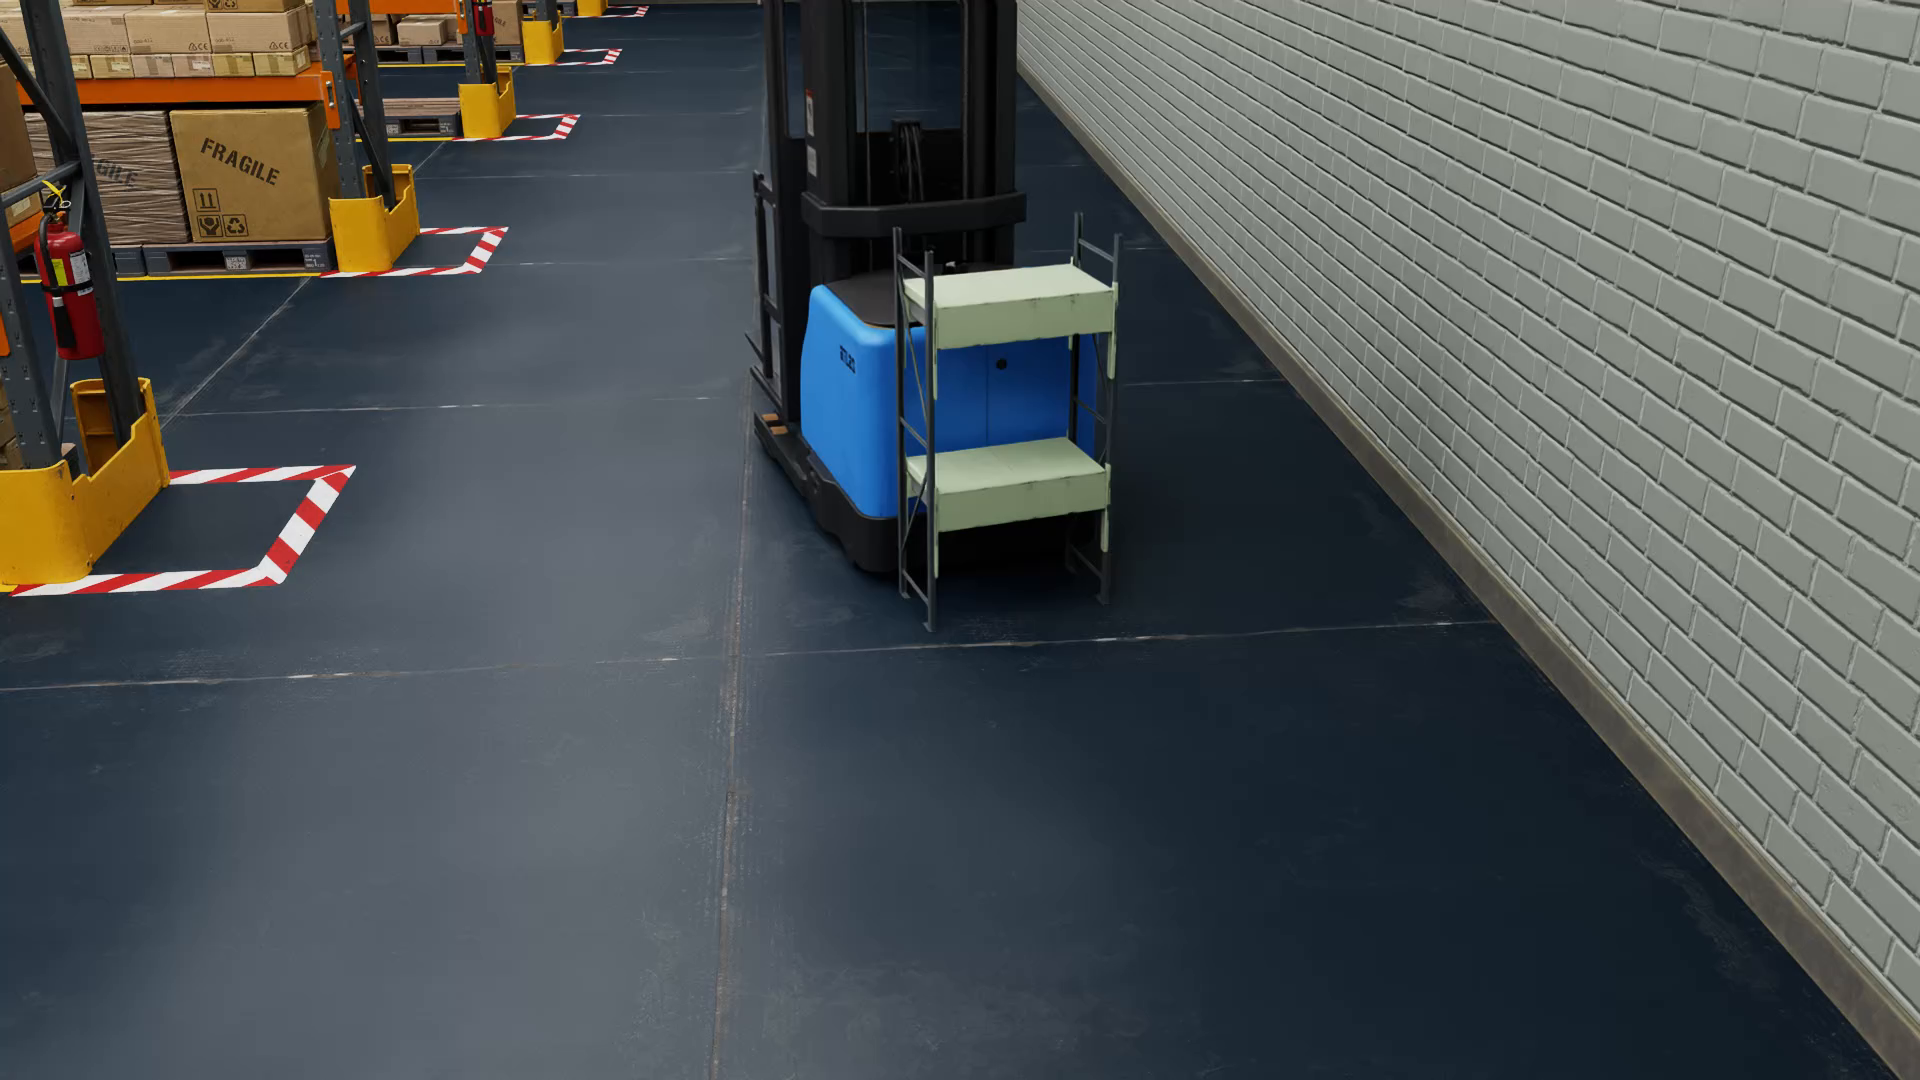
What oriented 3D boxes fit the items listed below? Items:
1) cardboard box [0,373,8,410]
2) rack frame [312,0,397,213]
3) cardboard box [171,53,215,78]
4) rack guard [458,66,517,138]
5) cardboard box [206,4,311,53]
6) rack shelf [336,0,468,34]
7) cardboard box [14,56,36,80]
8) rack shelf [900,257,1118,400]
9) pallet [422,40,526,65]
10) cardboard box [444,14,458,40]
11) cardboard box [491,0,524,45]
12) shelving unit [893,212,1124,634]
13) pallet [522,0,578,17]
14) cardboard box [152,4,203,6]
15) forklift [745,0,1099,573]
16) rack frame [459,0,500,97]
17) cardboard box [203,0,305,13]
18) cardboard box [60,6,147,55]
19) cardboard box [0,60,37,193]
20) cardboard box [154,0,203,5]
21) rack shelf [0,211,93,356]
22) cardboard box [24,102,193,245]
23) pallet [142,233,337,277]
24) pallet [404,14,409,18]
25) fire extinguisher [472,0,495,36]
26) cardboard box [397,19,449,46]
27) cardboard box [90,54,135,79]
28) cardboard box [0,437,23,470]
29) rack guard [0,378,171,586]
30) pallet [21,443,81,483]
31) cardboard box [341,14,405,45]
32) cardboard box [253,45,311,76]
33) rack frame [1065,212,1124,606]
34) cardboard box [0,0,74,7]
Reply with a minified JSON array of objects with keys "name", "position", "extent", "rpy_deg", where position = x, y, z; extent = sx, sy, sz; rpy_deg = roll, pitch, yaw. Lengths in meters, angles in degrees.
[{"name":"cardboard box","position":[-4.332,-0.705,7.403],"extent":[0.250,0.149,0.380],"rpy_deg":[-3,24,-8]},{"name":"rack frame","position":[-4.164,-3.436,11.288],"extent":[0.127,3.000,1.000],"rpy_deg":[-2,24,-5]},{"name":"cardboard box","position":[-4.996,-3.153,10.961],"extent":[0.250,0.149,0.380],"rpy_deg":[-2,24,-5]},{"name":"rack guard","position":[-4.628,-4.302,16.314],"extent":[0.348,0.500,1.175],"rpy_deg":[-2,24,-5]},{"name":"cardboard box","position":[-4.620,-3.377,10.973],"extent":[0.500,0.250,0.500],"rpy_deg":[-3,24,-6]},{"name":"rack shelf","position":[-6.641,-5.030,15.758],"extent":[4.000,0.370,1.077],"rpy_deg":[-2,24,-5]},{"name":"cardboard box","position":[-6.007,-3.113,10.870],"extent":[0.250,0.149,0.380],"rpy_deg":[-2,24,-4]},{"name":"rack shelf","position":[0.174,-0.805,6.255],"extent":[0.720,0.370,0.431],"rpy_deg":[-8,25,-18]},{"name":"pallet","position":[-6.003,-6.131,20.784],"extent":[1.213,0.211,1.003],"rpy_deg":[-2,24,-5]},{"name":"cardboard box","position":[-6.201,-6.458,20.930],"extent":[0.500,0.250,0.500],"rpy_deg":[-2,24,-5]},{"name":"cardboard box","position":[-5.651,-6.378,20.442],"extent":[0.500,0.500,0.500],"rpy_deg":[-2,24,-5]},{"name":"shelving unit","position":[0.174,-0.449,6.413],"extent":[0.755,1.500,0.431],"rpy_deg":[-8,25,-18]},{"name":"pallet","position":[-6.413,-8.105,25.225],"extent":[1.213,0.211,1.003],"rpy_deg":[-2,24,-5]},{"name":"cardboard box","position":[-5.185,-3.570,11.408],"extent":[0.500,0.250,0.500],"rpy_deg":[-3,24,-6]},{"name":"forklift","position":[-0.387,-1.778,7.642],"extent":[1.130,2.935,3.031],"rpy_deg":[-8,25,-18]},{"name":"rack frame","position":[-4.651,-5.438,15.792],"extent":[0.127,3.000,1.000],"rpy_deg":[-2,24,-5]},{"name":"cardboard box","position":[-4.623,-3.721,10.823],"extent":[0.500,0.500,0.500],"rpy_deg":[-2,24,-4]},{"name":"cardboard box","position":[-5.632,-3.337,10.882],"extent":[0.500,0.250,0.500],"rpy_deg":[-3,24,-7]},{"name":"cardboard box","position":[-4.251,-1.703,6.898],"extent":[0.500,0.500,0.500],"rpy_deg":[-1,24,-3]},{"name":"cardboard box","position":[-5.166,-3.916,11.263],"extent":[0.500,0.500,0.500],"rpy_deg":[-3,24,-6]},{"name":"rack shelf","position":[-5.768,-1.019,6.735],"extent":[4.000,0.370,1.077],"rpy_deg":[-2,24,-5]},{"name":"cardboard box","position":[-5.699,-2.563,11.422],"extent":[0.875,0.875,0.875],"rpy_deg":[-2,24,-5]},{"name":"pallet","position":[-4.952,-2.098,11.711],"extent":[1.213,0.211,1.003],"rpy_deg":[-2,24,-5]},{"name":"pallet","position":[-8.841,-8.007,25.005],"extent":[1.213,0.211,1.003],"rpy_deg":[-2,24,-5]},{"name":"fire extinguisher","position":[-4.456,-5.055,15.484],"extent":[0.183,0.674,0.296],"rpy_deg":[-2,24,-5]},{"name":"cardboard box","position":[-6.599,-6.238,20.435],"extent":[0.500,0.250,0.500],"rpy_deg":[-2,24,-5]},{"name":"cardboard box","position":[-5.502,-3.133,10.914],"extent":[0.250,0.149,0.380],"rpy_deg":[-3,24,-6]},{"name":"cardboard box","position":[-4.330,-0.425,7.506],"extent":[0.250,0.149,0.380],"rpy_deg":[-2,24,-4]},{"name":"rack guard","position":[-3.853,-0.282,7.269],"extent":[0.348,0.500,1.175],"rpy_deg":[-2,24,-5]},{"name":"pallet","position":[-4.665,-0.132,7.287],"extent":[1.213,0.211,1.003],"rpy_deg":[-2,24,-5]},{"name":"cardboard box","position":[-7.246,-6.418,20.529],"extent":[0.637,0.503,0.797],"rpy_deg":[-2,24,-5]},{"name":"cardboard box","position":[-4.486,-3.174,11.007],"extent":[0.250,0.149,0.380],"rpy_deg":[-2,24,-4]},{"name":"rack frame","position":[0.518,-0.499,6.527],"extent":[0.023,1.500,0.400],"rpy_deg":[-8,25,-18]},{"name":"cardboard box","position":[-6.204,-3.529,11.314],"extent":[0.500,0.250,0.500],"rpy_deg":[-3,24,-6]}]
